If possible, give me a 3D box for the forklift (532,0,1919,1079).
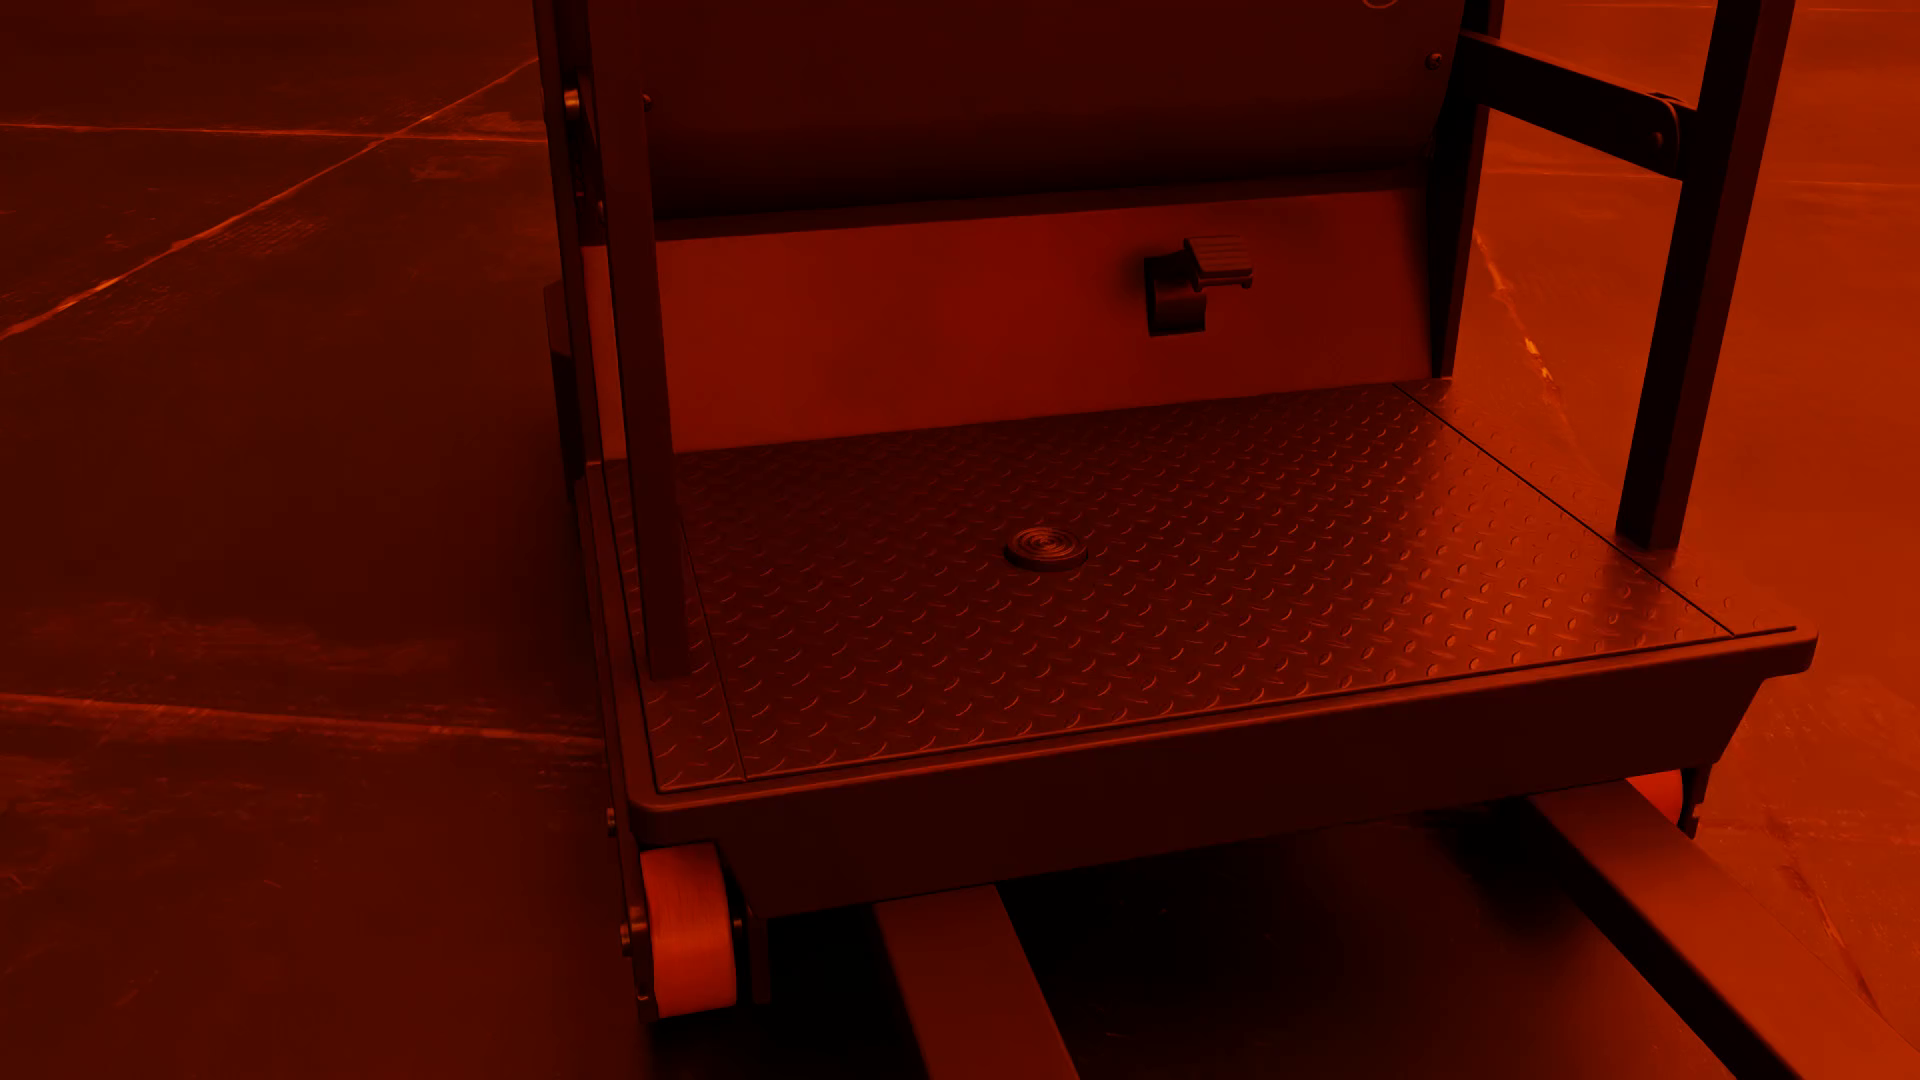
[{"bbox_3d":[0.153,-1.049,1.319,1.130,2.935,3.031,-7,27,-13],"label":"forklift"}]
